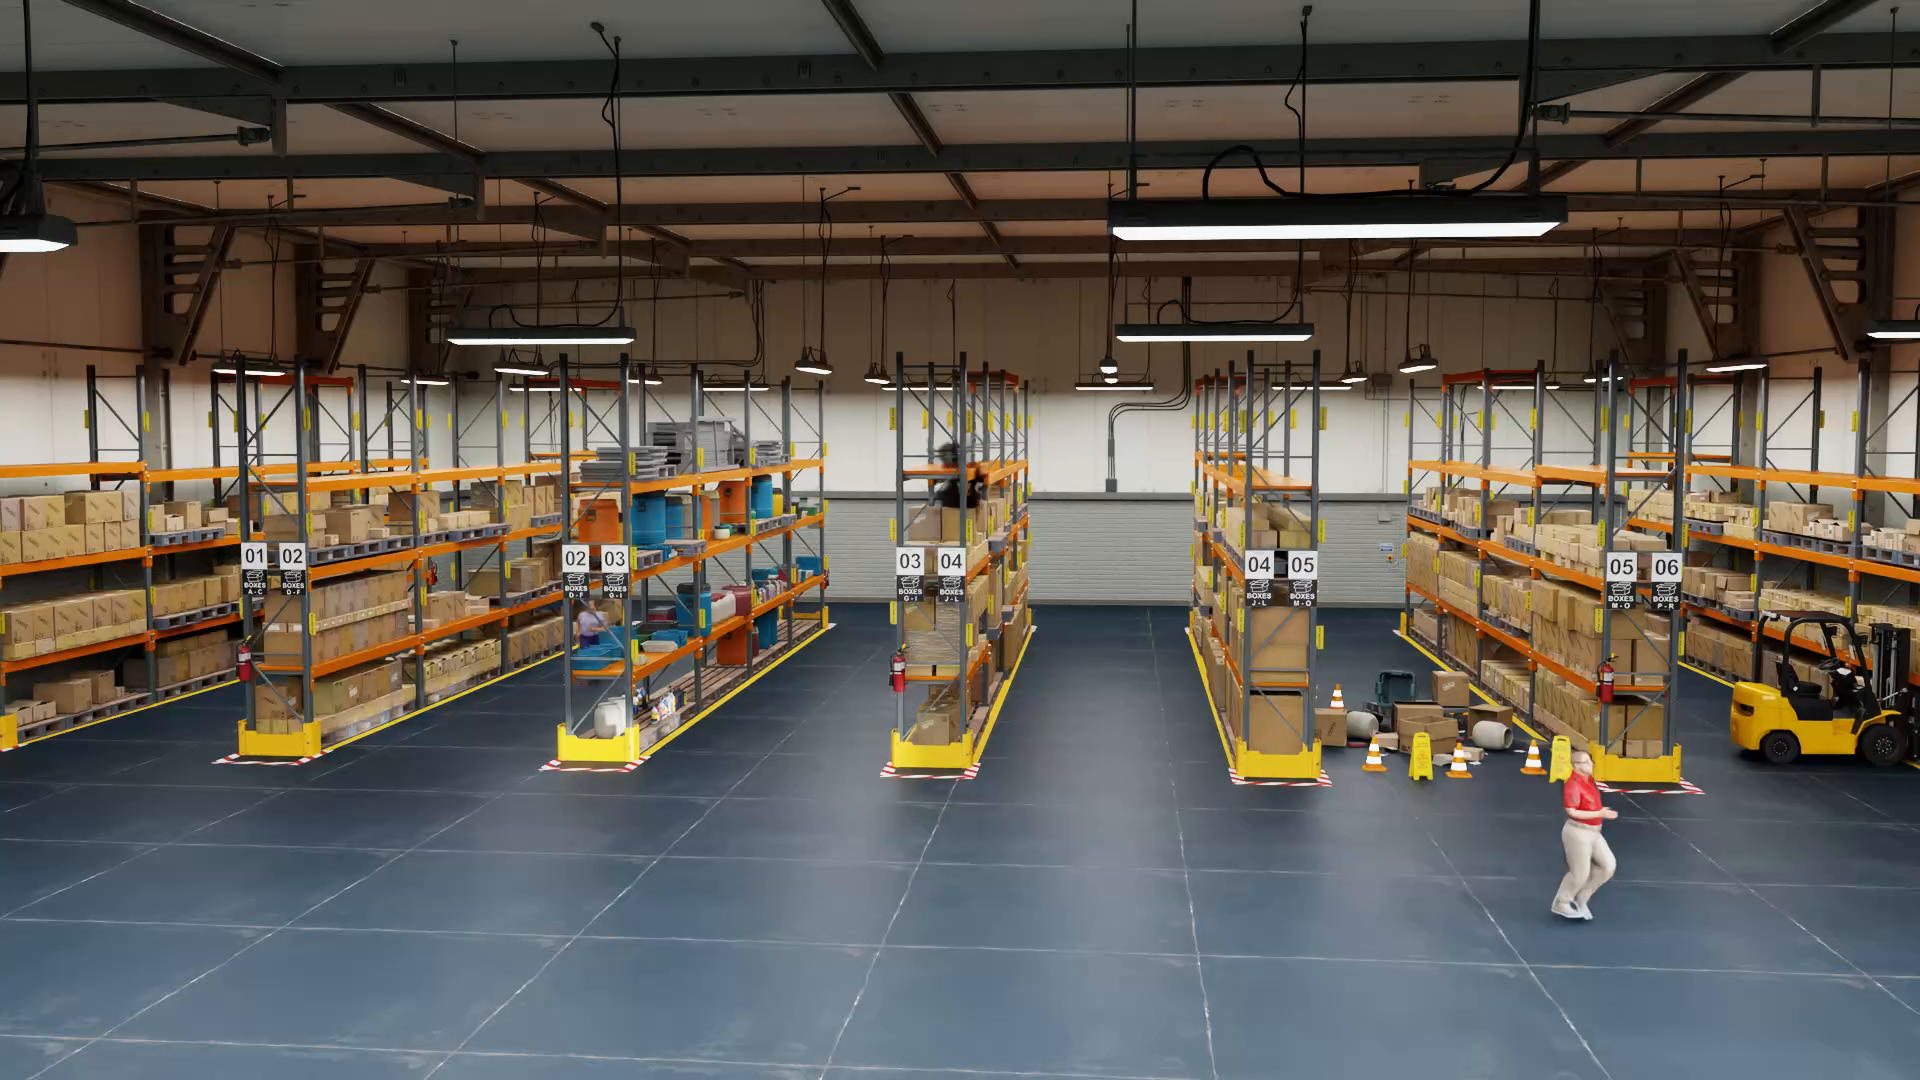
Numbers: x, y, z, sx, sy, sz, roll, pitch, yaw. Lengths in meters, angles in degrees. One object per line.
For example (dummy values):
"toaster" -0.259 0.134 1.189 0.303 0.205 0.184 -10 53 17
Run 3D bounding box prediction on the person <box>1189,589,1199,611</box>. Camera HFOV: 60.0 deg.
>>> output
"person" 5.862 1.301 40.830 0.532 1.585 0.656 2 4 20

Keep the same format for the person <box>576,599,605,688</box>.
"person" -6.985 1.958 31.426 0.577 1.694 0.706 0 4 -5

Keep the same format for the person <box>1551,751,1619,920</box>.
"person" 6.277 2.978 16.619 0.660 1.740 0.644 3 5 40
